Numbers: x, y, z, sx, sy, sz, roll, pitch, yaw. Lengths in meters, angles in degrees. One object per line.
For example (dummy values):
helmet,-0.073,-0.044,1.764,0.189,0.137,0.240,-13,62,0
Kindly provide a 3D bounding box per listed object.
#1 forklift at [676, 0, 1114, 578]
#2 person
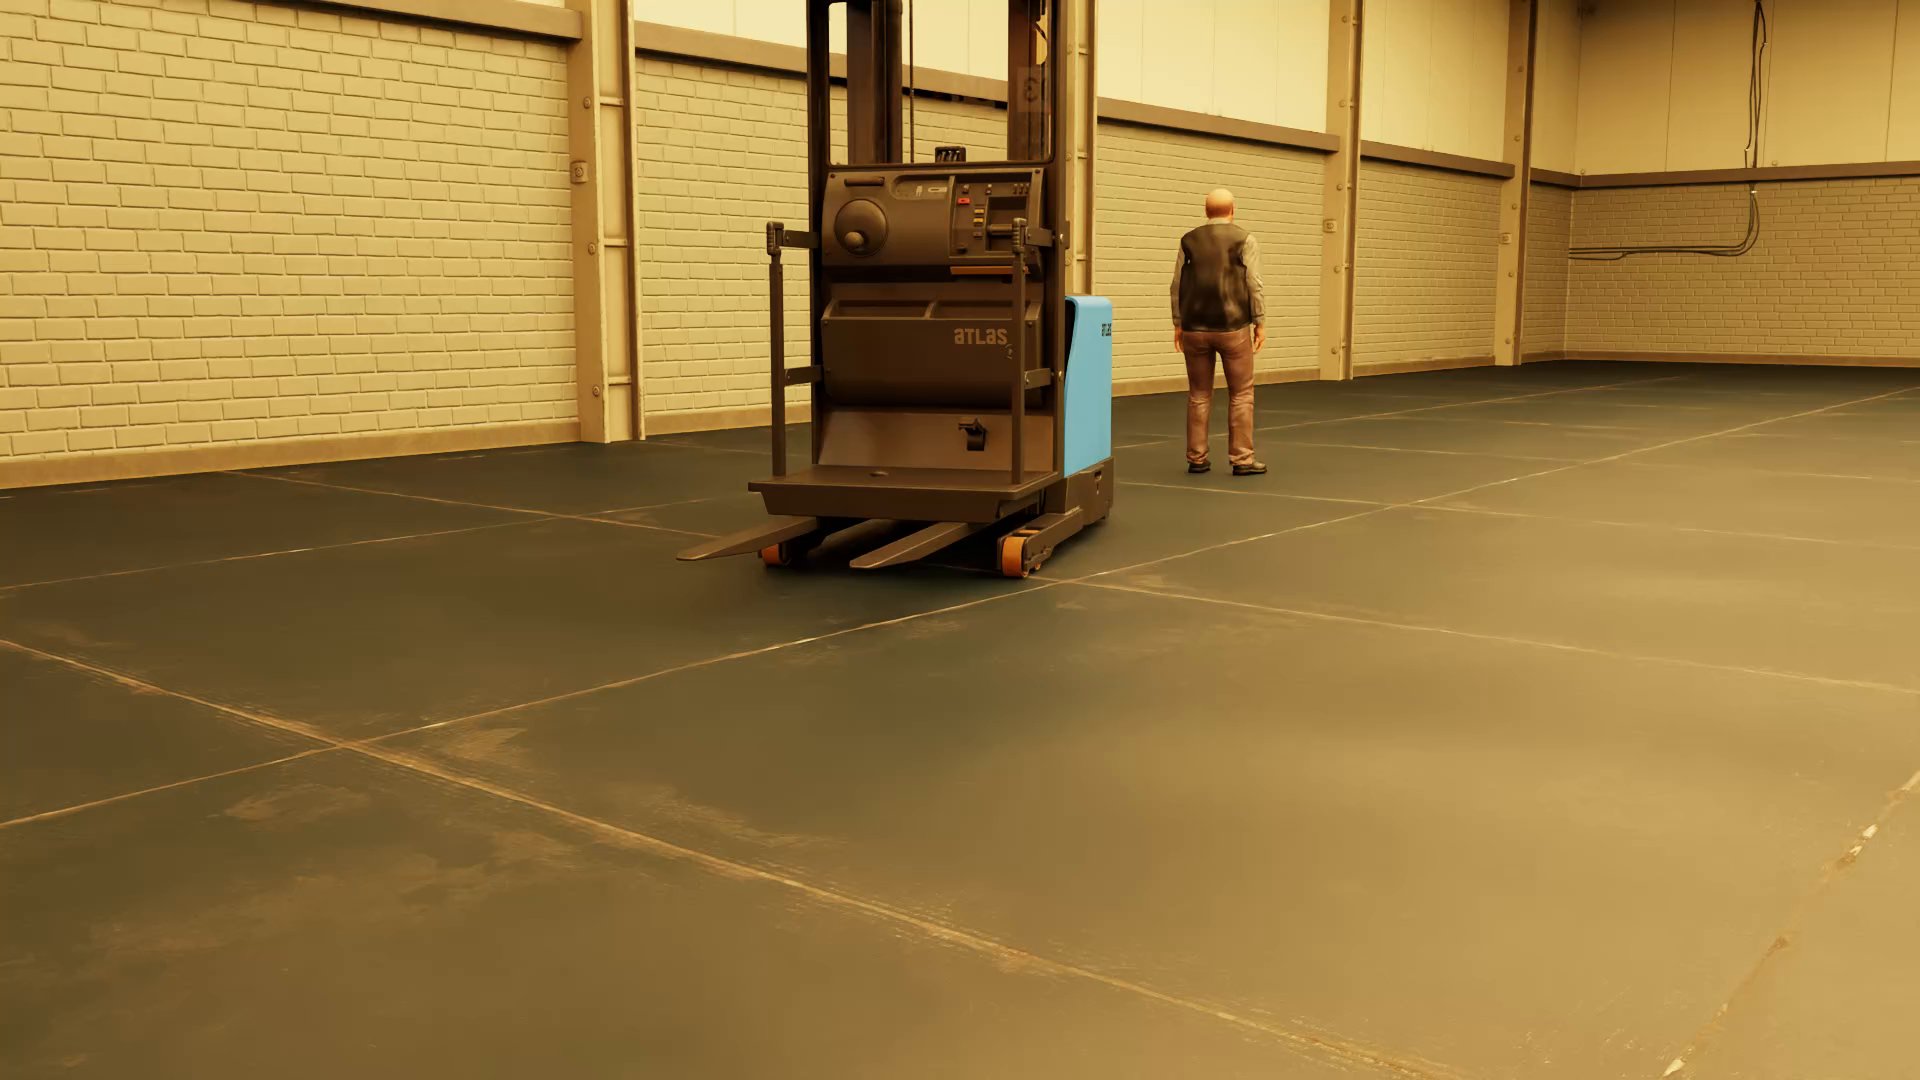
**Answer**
forklift,-0.176,-1.366,6.616,1.130,2.935,3.031,3,9,17
person,1.565,-1.264,10.107,0.592,1.720,0.426,4,9,27
